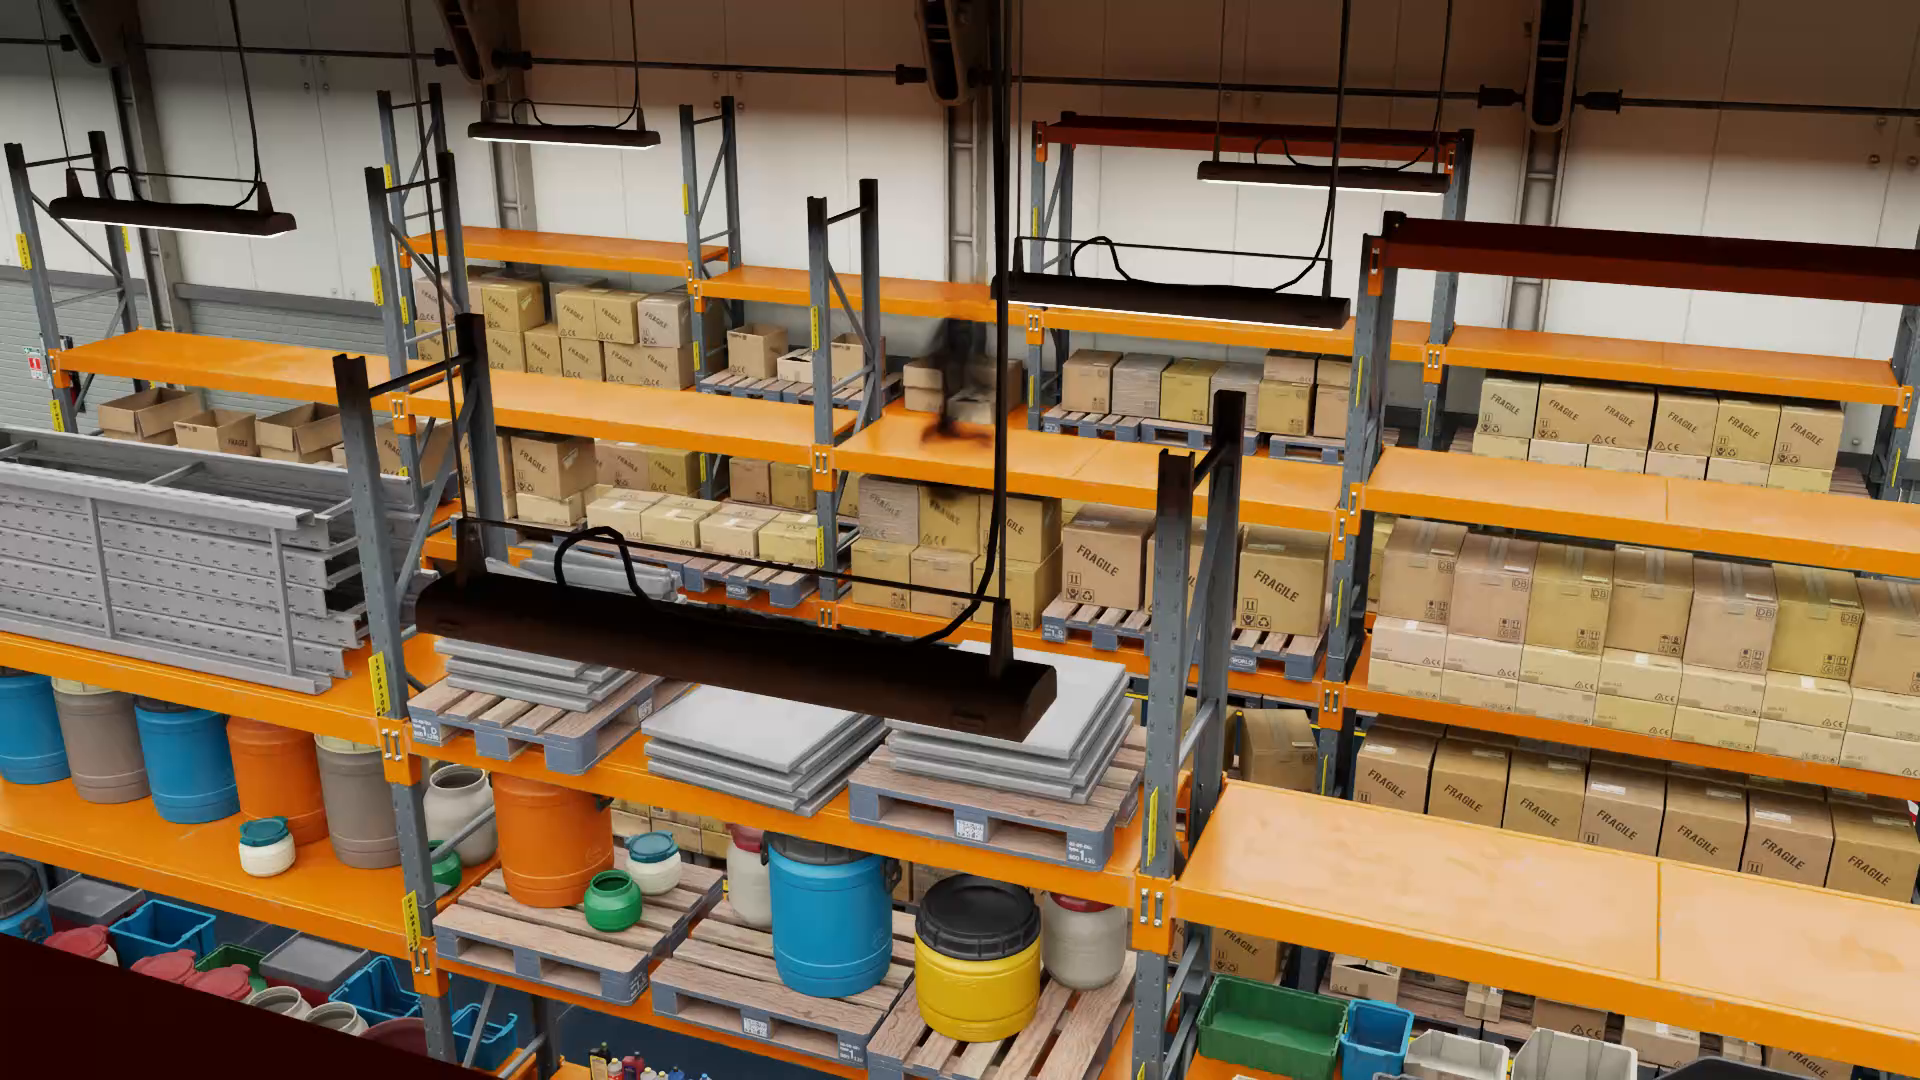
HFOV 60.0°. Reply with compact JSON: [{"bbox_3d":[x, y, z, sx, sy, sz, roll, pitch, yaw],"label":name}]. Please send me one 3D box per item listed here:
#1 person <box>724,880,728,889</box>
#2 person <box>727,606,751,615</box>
[{"bbox_3d":[-1.420,2.826,12.476,0.925,1.791,0.733,3,21,7],"label":"person"},{"bbox_3d":[-2.149,1.307,16.649,0.589,1.647,0.563,7,22,17],"label":"person"}]
